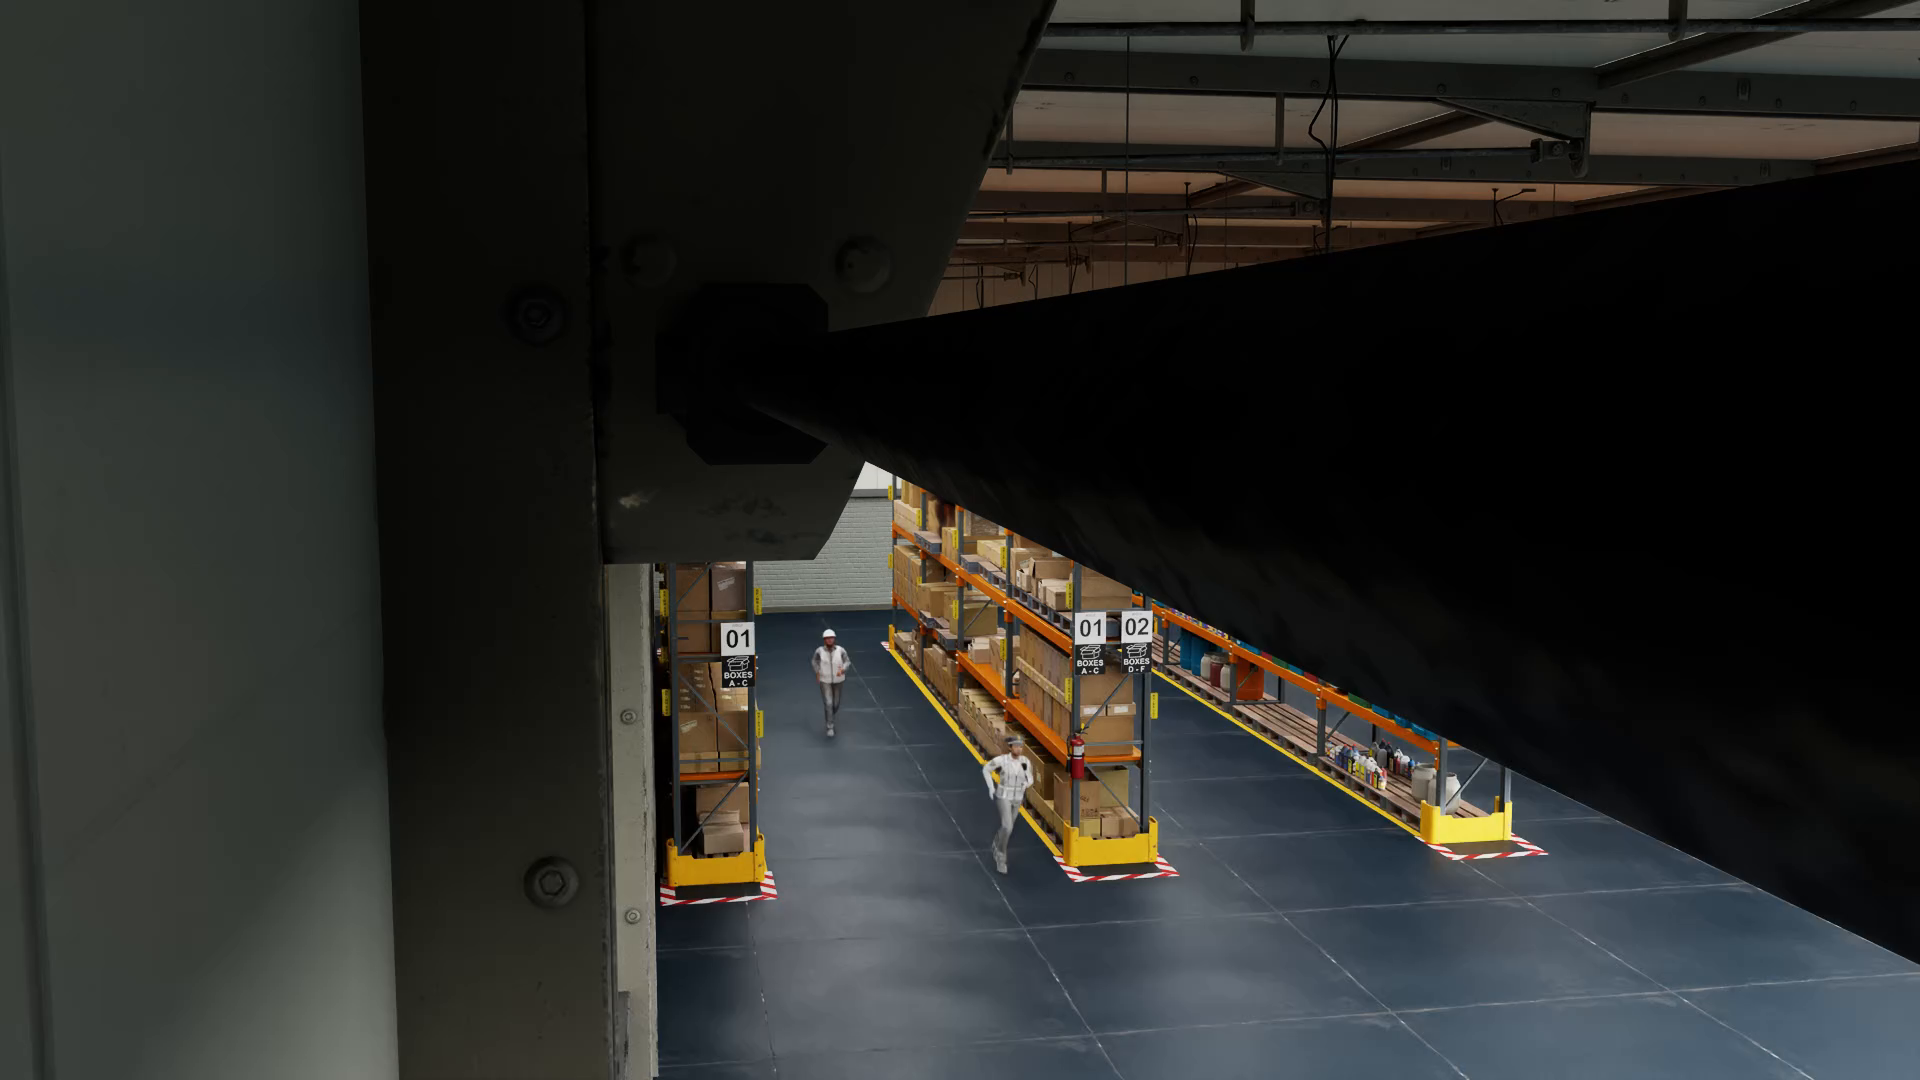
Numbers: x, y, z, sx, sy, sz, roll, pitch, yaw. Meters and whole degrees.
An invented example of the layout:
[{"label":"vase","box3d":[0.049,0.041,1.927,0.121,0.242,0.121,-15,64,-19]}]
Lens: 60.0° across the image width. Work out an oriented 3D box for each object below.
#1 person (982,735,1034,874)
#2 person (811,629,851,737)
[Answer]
[{"label":"person","box3d":[0.623,3.274,20.844,0.602,1.734,0.719,-3,7,-24]},{"label":"person","box3d":[-2.177,2.382,28.167,0.655,1.771,0.891,-1,6,-11]}]
